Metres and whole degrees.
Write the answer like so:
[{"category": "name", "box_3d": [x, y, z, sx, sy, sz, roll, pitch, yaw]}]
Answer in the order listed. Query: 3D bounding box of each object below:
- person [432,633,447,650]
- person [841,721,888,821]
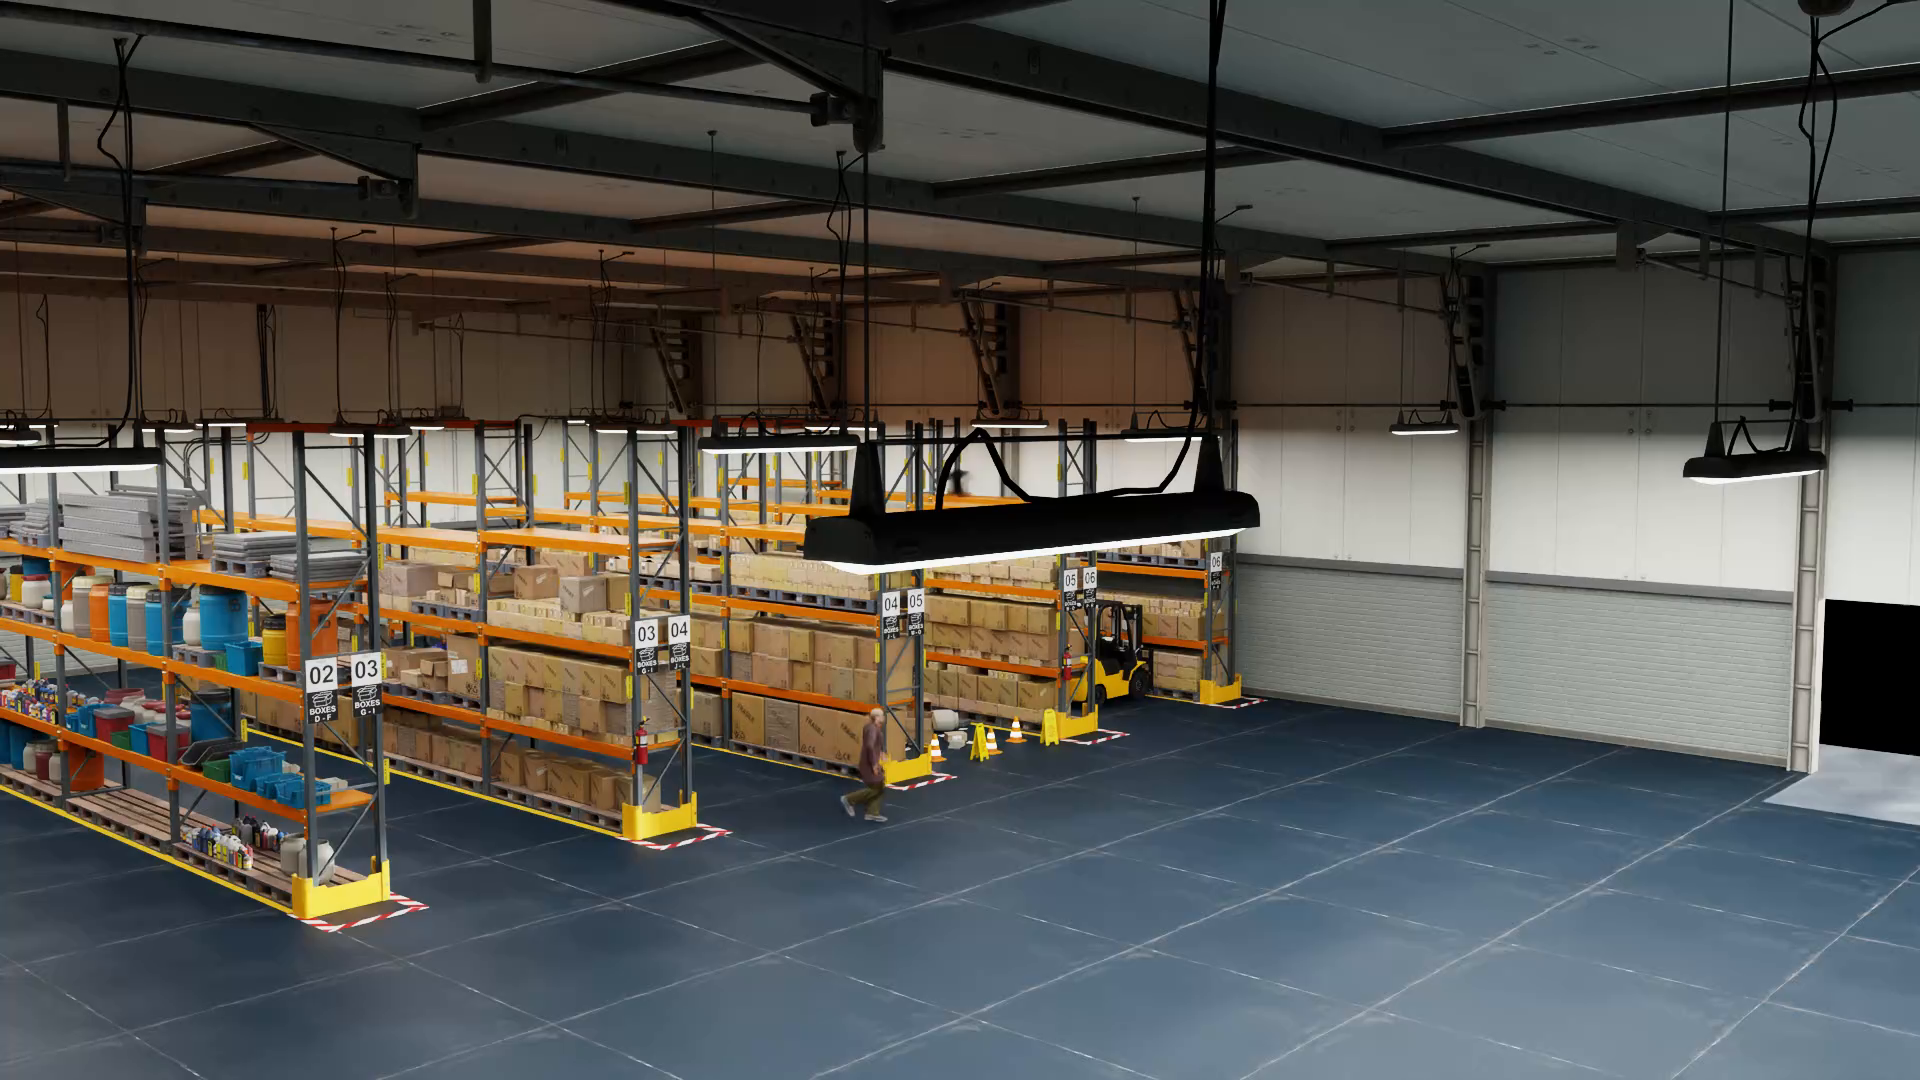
[{"category": "person", "box_3d": [-10.978, 2.707, 34.862, 0.793, 1.559, 0.580, 2, 5, 24]}, {"category": "person", "box_3d": [-1.430, 3.539, 25.291, 0.659, 1.491, 0.730, -1, 5, -10]}]
